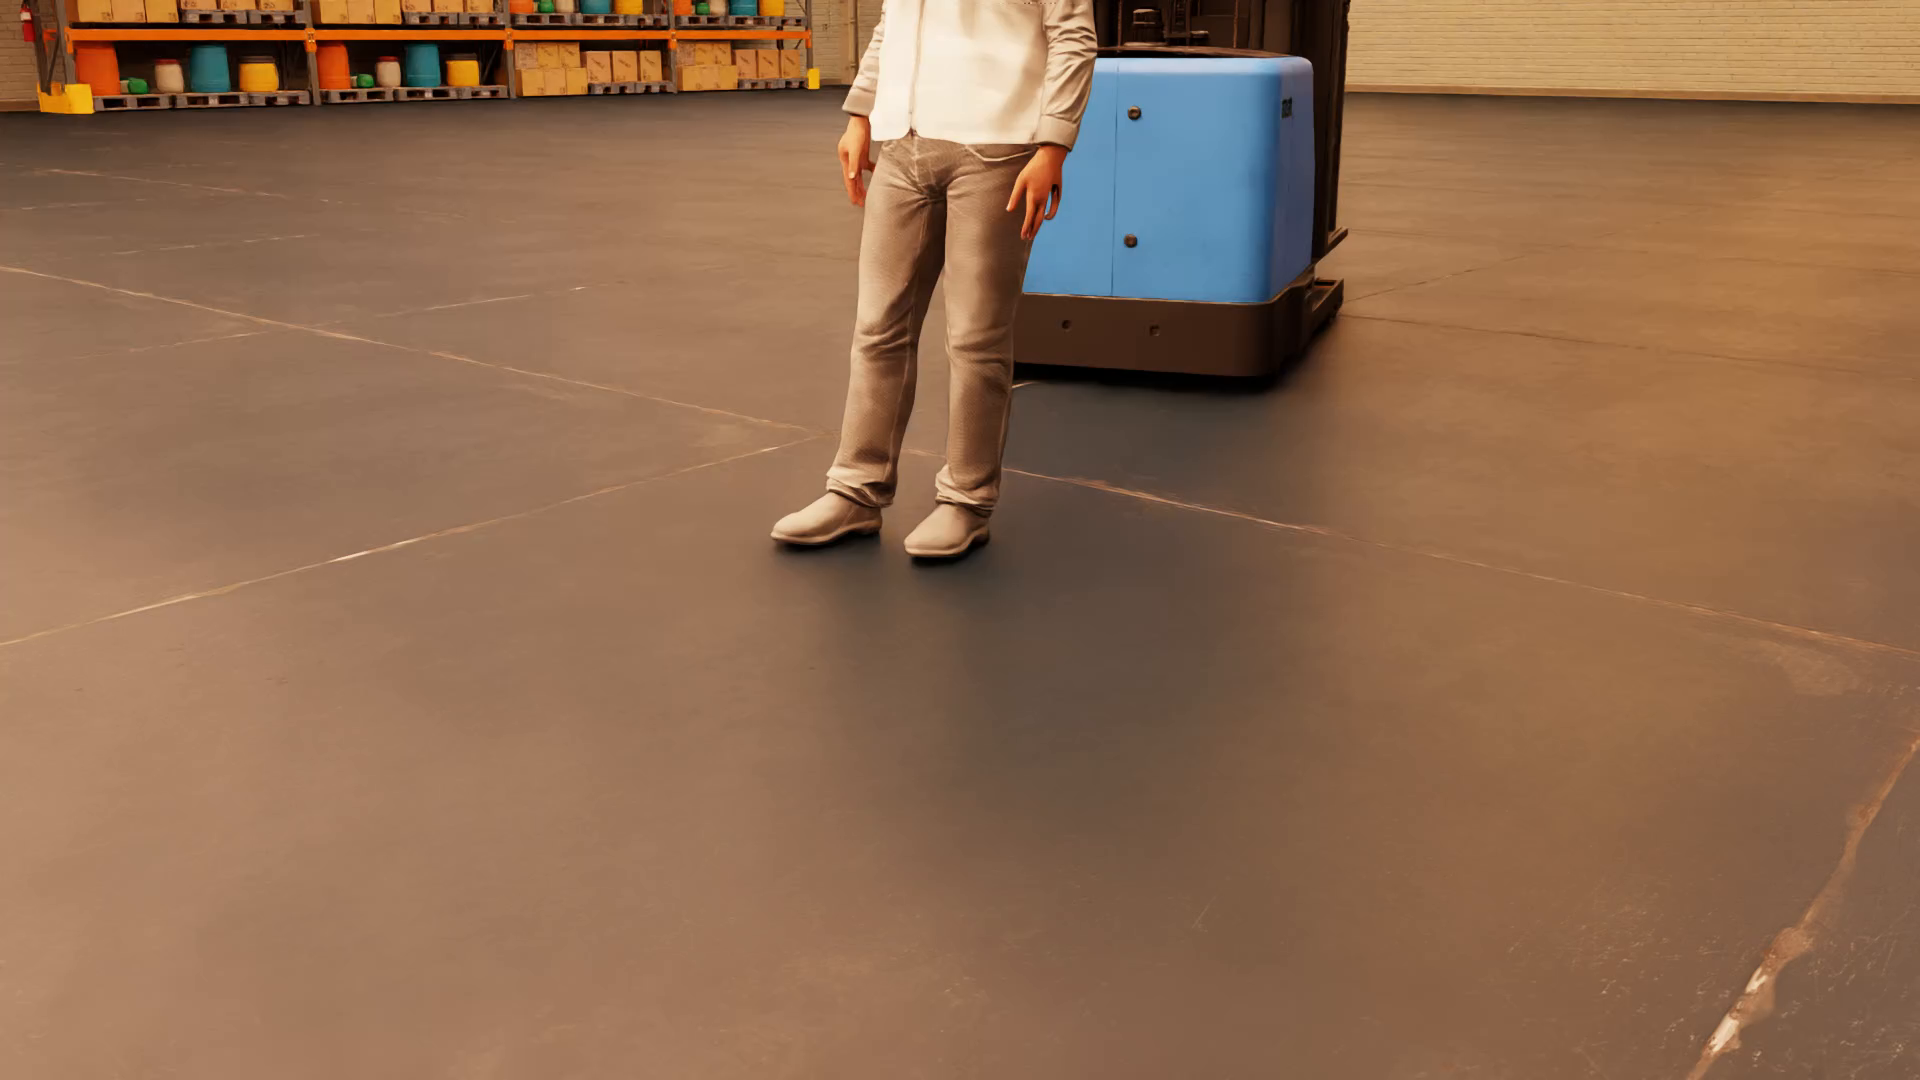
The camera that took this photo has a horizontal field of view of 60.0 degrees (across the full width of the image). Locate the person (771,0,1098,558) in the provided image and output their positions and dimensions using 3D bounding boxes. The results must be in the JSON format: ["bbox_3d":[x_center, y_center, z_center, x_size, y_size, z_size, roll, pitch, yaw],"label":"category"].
[{"bbox_3d":[-0.046,-0.843,3.640,0.633,1.775,0.566,13,21,37],"label":"person"}]

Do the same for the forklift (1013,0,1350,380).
[{"bbox_3d":[0.997,-2.325,6.553,1.130,2.935,3.031,6,18,18],"label":"forklift"}]
